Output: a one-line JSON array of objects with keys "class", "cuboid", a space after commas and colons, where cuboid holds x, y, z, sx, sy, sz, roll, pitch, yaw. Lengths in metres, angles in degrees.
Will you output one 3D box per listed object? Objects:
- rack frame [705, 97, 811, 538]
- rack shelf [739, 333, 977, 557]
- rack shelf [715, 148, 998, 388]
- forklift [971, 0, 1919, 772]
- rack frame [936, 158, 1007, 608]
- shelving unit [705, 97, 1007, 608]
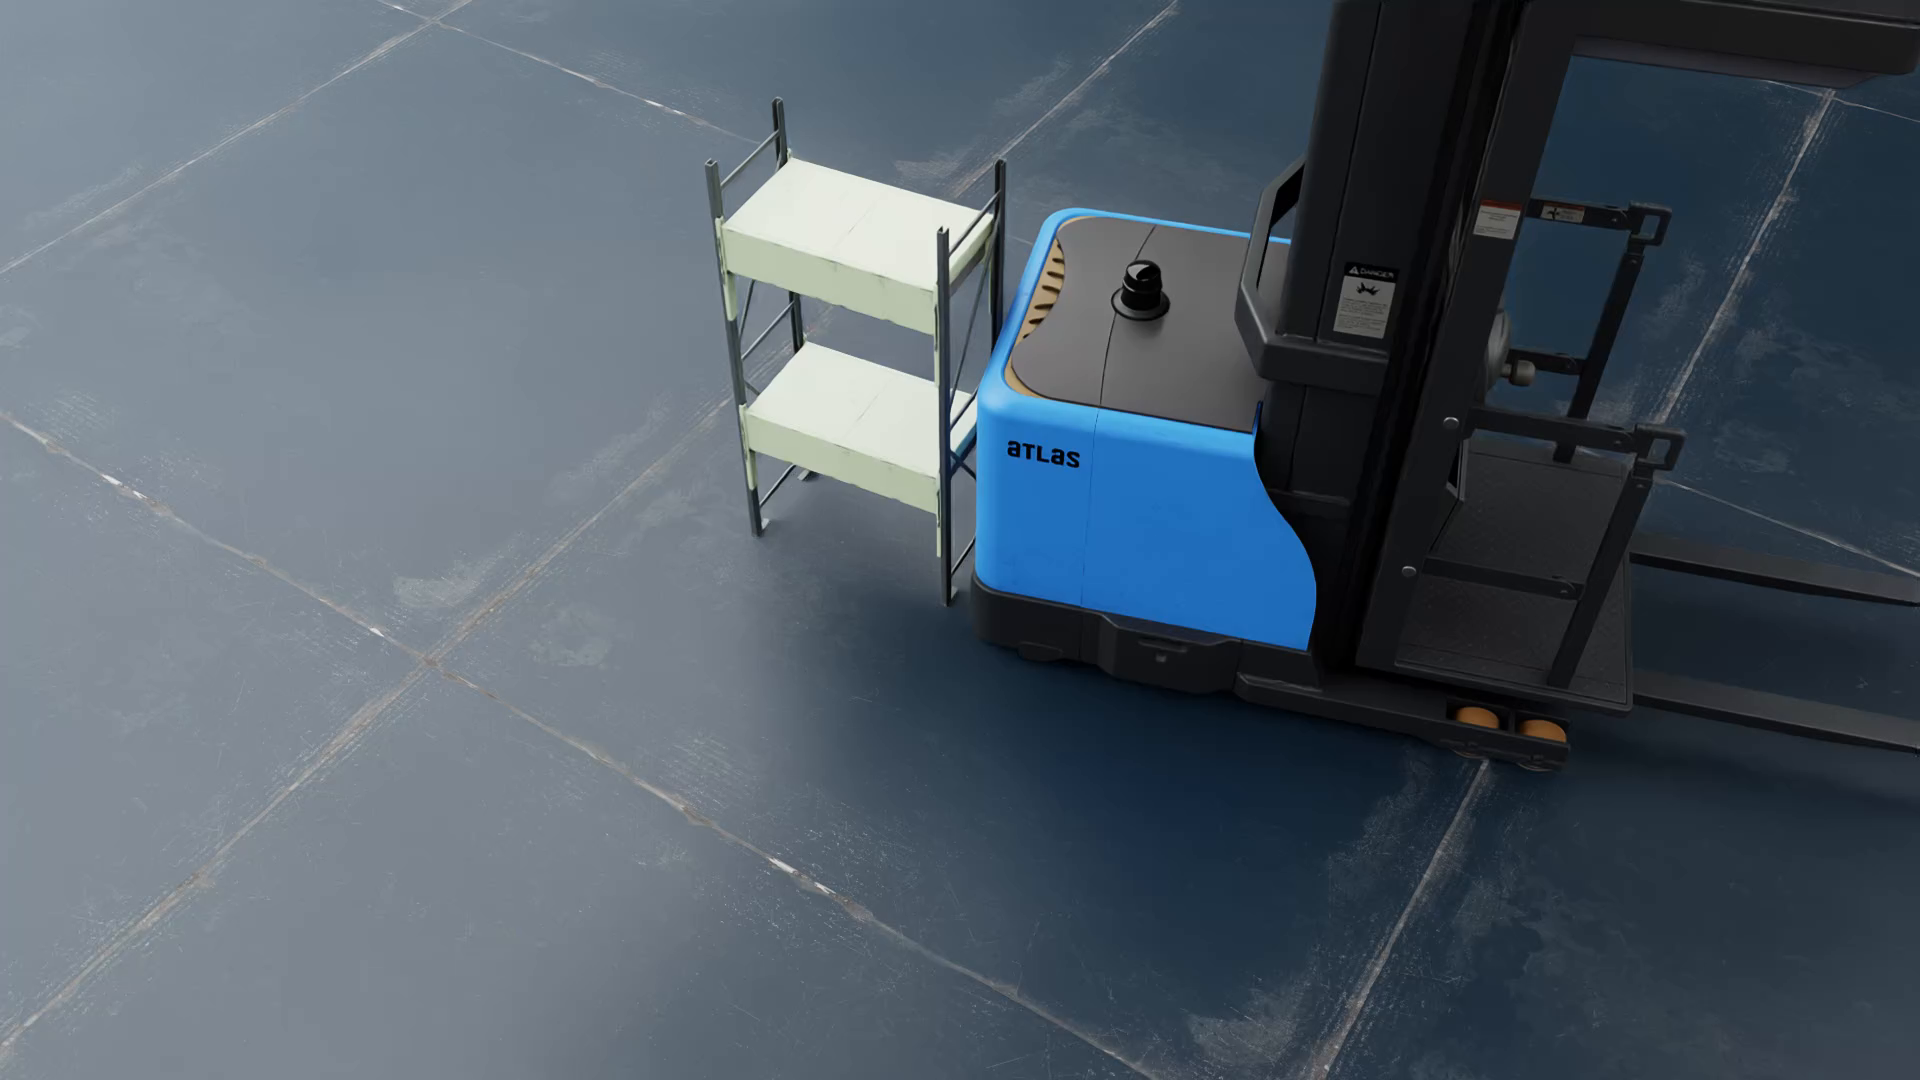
[{"class": "rack frame", "cuboid": [-0.623, -0.661, 5.347, 0.023, 1.500, 0.400, 19, 49, 18]}, {"class": "rack shelf", "cuboid": [-0.294, -0.318, 5.468, 0.720, 0.370, 0.431, 19, 49, 18]}, {"class": "rack shelf", "cuboid": [-0.294, -0.818, 4.954, 0.720, 0.370, 0.431, 19, 49, 18]}, {"class": "forklift", "cuboid": [1.609, -0.743, 4.428, 3.031, 2.935, 1.130, 11, 47, 10]}, {"class": "rack frame", "cuboid": [0.034, -0.430, 5.122, 0.023, 1.500, 0.400, 19, 49, 18]}, {"class": "shelving unit", "cuboid": [-0.294, -0.546, 5.234, 0.755, 1.500, 0.431, 19, 49, 18]}]
